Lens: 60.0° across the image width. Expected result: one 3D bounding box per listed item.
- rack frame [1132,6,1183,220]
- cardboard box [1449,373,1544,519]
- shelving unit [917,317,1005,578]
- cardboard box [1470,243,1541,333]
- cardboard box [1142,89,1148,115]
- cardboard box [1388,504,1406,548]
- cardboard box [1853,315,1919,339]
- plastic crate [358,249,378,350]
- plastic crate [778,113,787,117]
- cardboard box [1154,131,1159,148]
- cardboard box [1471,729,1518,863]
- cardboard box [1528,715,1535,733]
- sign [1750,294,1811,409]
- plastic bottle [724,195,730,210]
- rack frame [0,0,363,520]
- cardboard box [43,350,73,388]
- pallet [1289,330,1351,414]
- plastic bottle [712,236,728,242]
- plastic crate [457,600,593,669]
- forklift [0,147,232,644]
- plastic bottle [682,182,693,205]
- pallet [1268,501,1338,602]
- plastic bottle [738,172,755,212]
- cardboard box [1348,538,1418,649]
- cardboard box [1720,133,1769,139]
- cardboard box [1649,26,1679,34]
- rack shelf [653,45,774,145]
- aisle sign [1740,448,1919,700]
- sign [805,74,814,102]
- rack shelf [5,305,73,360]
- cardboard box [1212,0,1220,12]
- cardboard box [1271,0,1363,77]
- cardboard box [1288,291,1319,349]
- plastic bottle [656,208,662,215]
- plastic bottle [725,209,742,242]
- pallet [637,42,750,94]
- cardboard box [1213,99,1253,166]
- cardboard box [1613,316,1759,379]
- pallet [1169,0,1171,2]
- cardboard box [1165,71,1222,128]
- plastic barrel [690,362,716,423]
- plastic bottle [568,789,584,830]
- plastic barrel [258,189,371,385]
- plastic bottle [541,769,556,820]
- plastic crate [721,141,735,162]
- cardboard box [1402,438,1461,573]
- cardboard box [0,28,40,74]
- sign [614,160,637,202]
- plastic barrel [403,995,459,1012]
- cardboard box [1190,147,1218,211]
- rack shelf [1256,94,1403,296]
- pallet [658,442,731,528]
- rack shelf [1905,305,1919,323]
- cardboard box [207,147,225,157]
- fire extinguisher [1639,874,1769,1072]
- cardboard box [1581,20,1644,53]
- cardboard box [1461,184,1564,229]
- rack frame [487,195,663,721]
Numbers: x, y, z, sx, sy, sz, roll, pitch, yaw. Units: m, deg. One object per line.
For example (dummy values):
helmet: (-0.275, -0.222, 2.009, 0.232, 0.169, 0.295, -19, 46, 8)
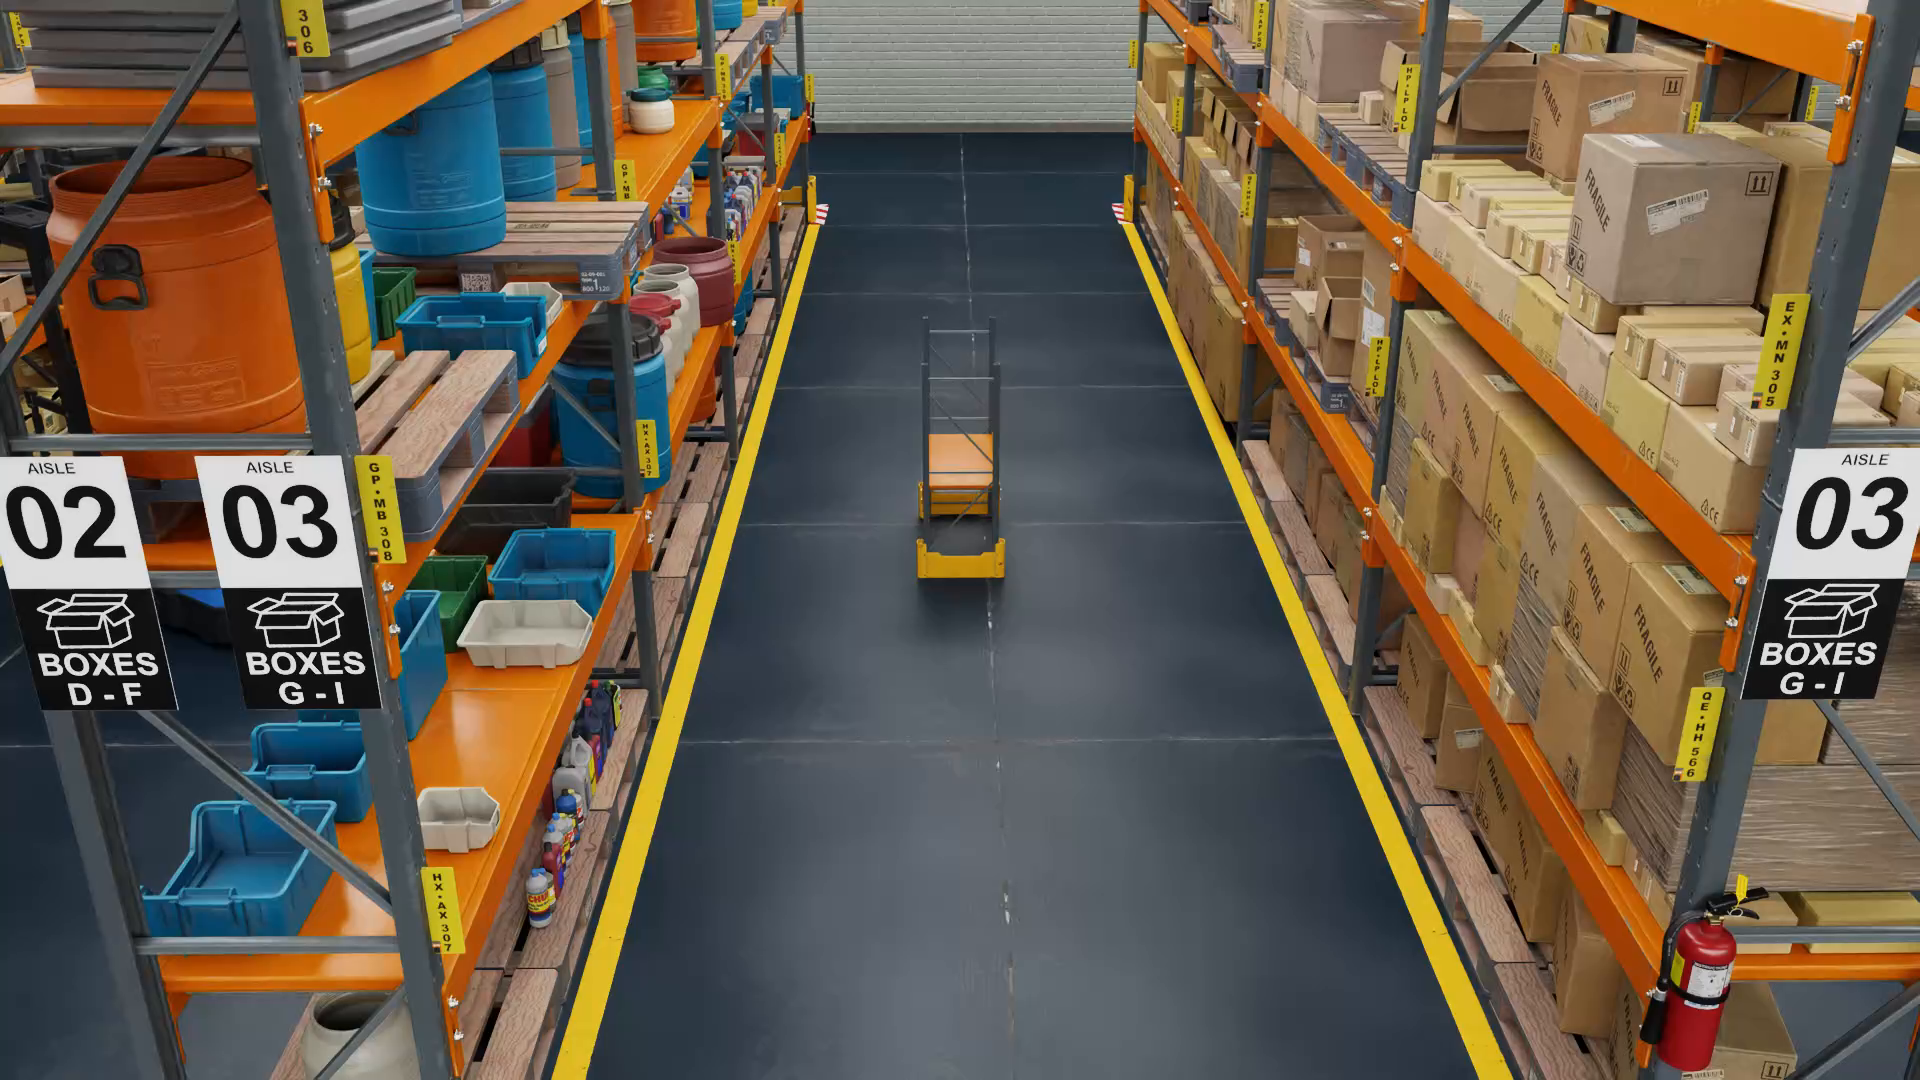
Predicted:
rack frame: (2.610, -5.327, 19.889, 1.000, 3.000, 0.127, 0, 24, -1)
cardboard box: (2.504, -0.420, 7.344, 0.500, 0.500, 0.500, 0, 24, -1)
shelving unit: (0.001, -0.652, 11.371, 0.587, 1.500, 1.083, 0, 24, -1)
cardboard box: (2.496, -1.071, 7.021, 0.500, 0.250, 0.500, -1, 24, -3)
cardboard box: (2.358, -4.981, 18.945, 0.500, 0.250, 0.500, -1, 24, -1)
cardboard box: (2.433, -0.075, 8.580, 0.380, 0.149, 0.250, 0, 24, -1)
cardboard box: (3.049, -0.652, 5.610, 0.380, 0.149, 0.250, 1, 24, 2)
plastic crate: (-2.490, -0.856, 6.381, 0.392, 0.384, 0.575, 0, 24, -1)
plastic crate: (-2.164, -4.757, 18.876, 0.396, 0.136, 0.243, 0, 24, -1)
cardboard box: (2.307, -4.323, 17.973, 0.380, 0.149, 0.250, 0, 24, 0)
cardboard box: (2.805, 1.222, 7.933, 0.500, 0.500, 0.500, -2, 24, -5)
cardboard box: (2.545, 0.749, 6.759, 0.380, 0.149, 0.250, 0, 24, -1)
sign: (2.230, -0.510, 4.523, 0.100, 0.325, 0.005, 0, 24, -1)
plastic bottle: (-2.082, -2.919, 14.721, 0.097, 0.271, 0.097, 0, 24, 0)
rack frame: (-2.168, -1.445, 4.026, 1.000, 3.000, 0.127, 0, 24, -1)
cardboard box: (-6.927, -1.238, 13.347, 0.500, 0.500, 0.500, 1, 24, 2)
pallet: (2.760, -1.128, 10.836, 1.003, 0.211, 1.213, 0, 24, -1)
plastic bottle: (-1.942, -2.322, 13.395, 0.152, 0.276, 0.135, 0, 24, -1)
plastic crate: (-1.940, 0.428, 7.484, 0.530, 0.136, 0.437, 0, 24, -1)
forklift: (-5.403, -1.154, 10.745, 3.031, 2.935, 1.130, 16, 29, 32)
plastic bottle: (-2.546, -3.231, 15.495, 0.097, 0.201, 0.097, 0, 24, 0)
pallet: (2.715, 0.063, 11.354, 1.003, 0.211, 1.213, 0, 24, -1)
plastic bottle: (-1.959, -3.181, 15.202, 0.144, 0.351, 0.185, 0, 24, -1)
cardboard box: (2.756, 0.303, 9.940, 0.700, 0.500, 0.500, -2, 24, -5)
cardboard box: (7.168, -3.623, 15.193, 0.380, 0.149, 0.250, 0, 24, 0)
cardboard box: (7.845, -5.334, 18.208, 0.500, 0.500, 0.500, 1, 24, 2)
rack shelf: (-2.277, -3.871, 13.903, 1.077, 0.370, 4.000, 0, 24, -1)
aisle sign: (2.486, 0.108, 4.716, 0.394, 0.787, 0.004, 0, 24, -1)
sign: (-1.792, -5.388, 19.826, 0.100, 0.325, 0.005, 0, 24, -1)
rack shelf: (-7.186, -0.836, 10.831, 1.077, 0.370, 4.000, 0, 24, -1)
cardboard box: (2.670, -5.044, 14.991, 0.700, 0.500, 0.500, 0, 24, 1)
cardboard box: (2.446, -3.476, 11.427, 0.500, 0.500, 0.500, 0, 24, 0)
cardboard box: (2.486, -1.462, 11.015, 0.500, 0.250, 0.500, -1, 24, -2)
plastic bottle: (-2.662, -2.819, 14.402, 0.144, 0.351, 0.185, 0, 24, -1)
plastic bottle: (-1.952, -2.703, 14.237, 0.152, 0.276, 0.135, 0, 24, -1)
pallet: (-2.166, -3.605, 12.669, 1.003, 0.211, 1.213, 0, 24, -1)
cardboard box: (2.665, -3.635, 14.810, 0.797, 0.503, 0.637, 0, 24, 0)
cardboard box: (2.445, -0.651, 5.606, 0.380, 0.149, 0.250, 0, 24, 0)
pallet: (2.645, -5.844, 17.499, 1.003, 0.211, 1.213, 0, 24, -1)
cardboard box: (2.380, -4.482, 16.932, 0.500, 0.500, 0.500, 0, 24, 0)
plastic barrel: (-2.277, -1.412, 13.357, 0.600, 0.830, 0.708, 0, 24, -1)
plastic bottle: (-1.884, 1.306, 8.084, 0.097, 0.201, 0.097, 0, 24, 0)
plastic barrel: (-2.307, -0.825, 5.556, 0.600, 0.588, 0.600, 0, 24, 0)
plastic bottle: (-2.019, 1.221, 8.173, 0.061, 0.283, 0.133, 0, 24, -1)
plastic crate: (-2.579, -4.019, 17.256, 0.437, 0.125, 0.590, 0, 24, -1)
cardboard box: (2.655, -0.172, 8.007, 0.875, 0.500, 0.500, 0, 24, -1)
cardboard box: (-7.246, -3.580, 12.263, 0.910, 0.500, 0.500, 0, 24, -1)
sign: (-1.661, -1.729, 8.282, 0.100, 0.325, 0.005, 0, 24, -1)
plastic barrel: (-2.257, 1.753, 6.744, 0.421, 0.512, 0.421, 0, 24, 0)
cardboard box: (2.416, -3.327, 15.344, 0.500, 0.500, 0.500, 0, 24, 0)
rack shelf: (2.720, -2.245, 10.308, 1.077, 0.370, 4.000, 0, 24, -1)
pallet: (-2.285, -0.418, 12.419, 1.003, 0.211, 1.213, 0, 24, -1)
rack shelf: (7.680, -0.859, 10.883, 1.077, 0.370, 4.000, 0, 24, -1)
cardboard box: (-7.514, -3.886, 16.581, 0.500, 0.500, 0.500, 0, 24, 0)
fire extinguisher: (2.325, 1.350, 5.218, 0.296, 0.674, 0.183, 0, 24, -1)
cardboard box: (7.323, -5.550, 18.686, 0.500, 0.500, 0.500, 0, 24, 1)
cardboard box: (2.489, -1.505, 7.497, 0.380, 0.149, 0.250, 0, 24, 0)
rack frame: (-2.211, -0.360, 8.906, 1.000, 3.000, 0.127, 0, 24, -1)
